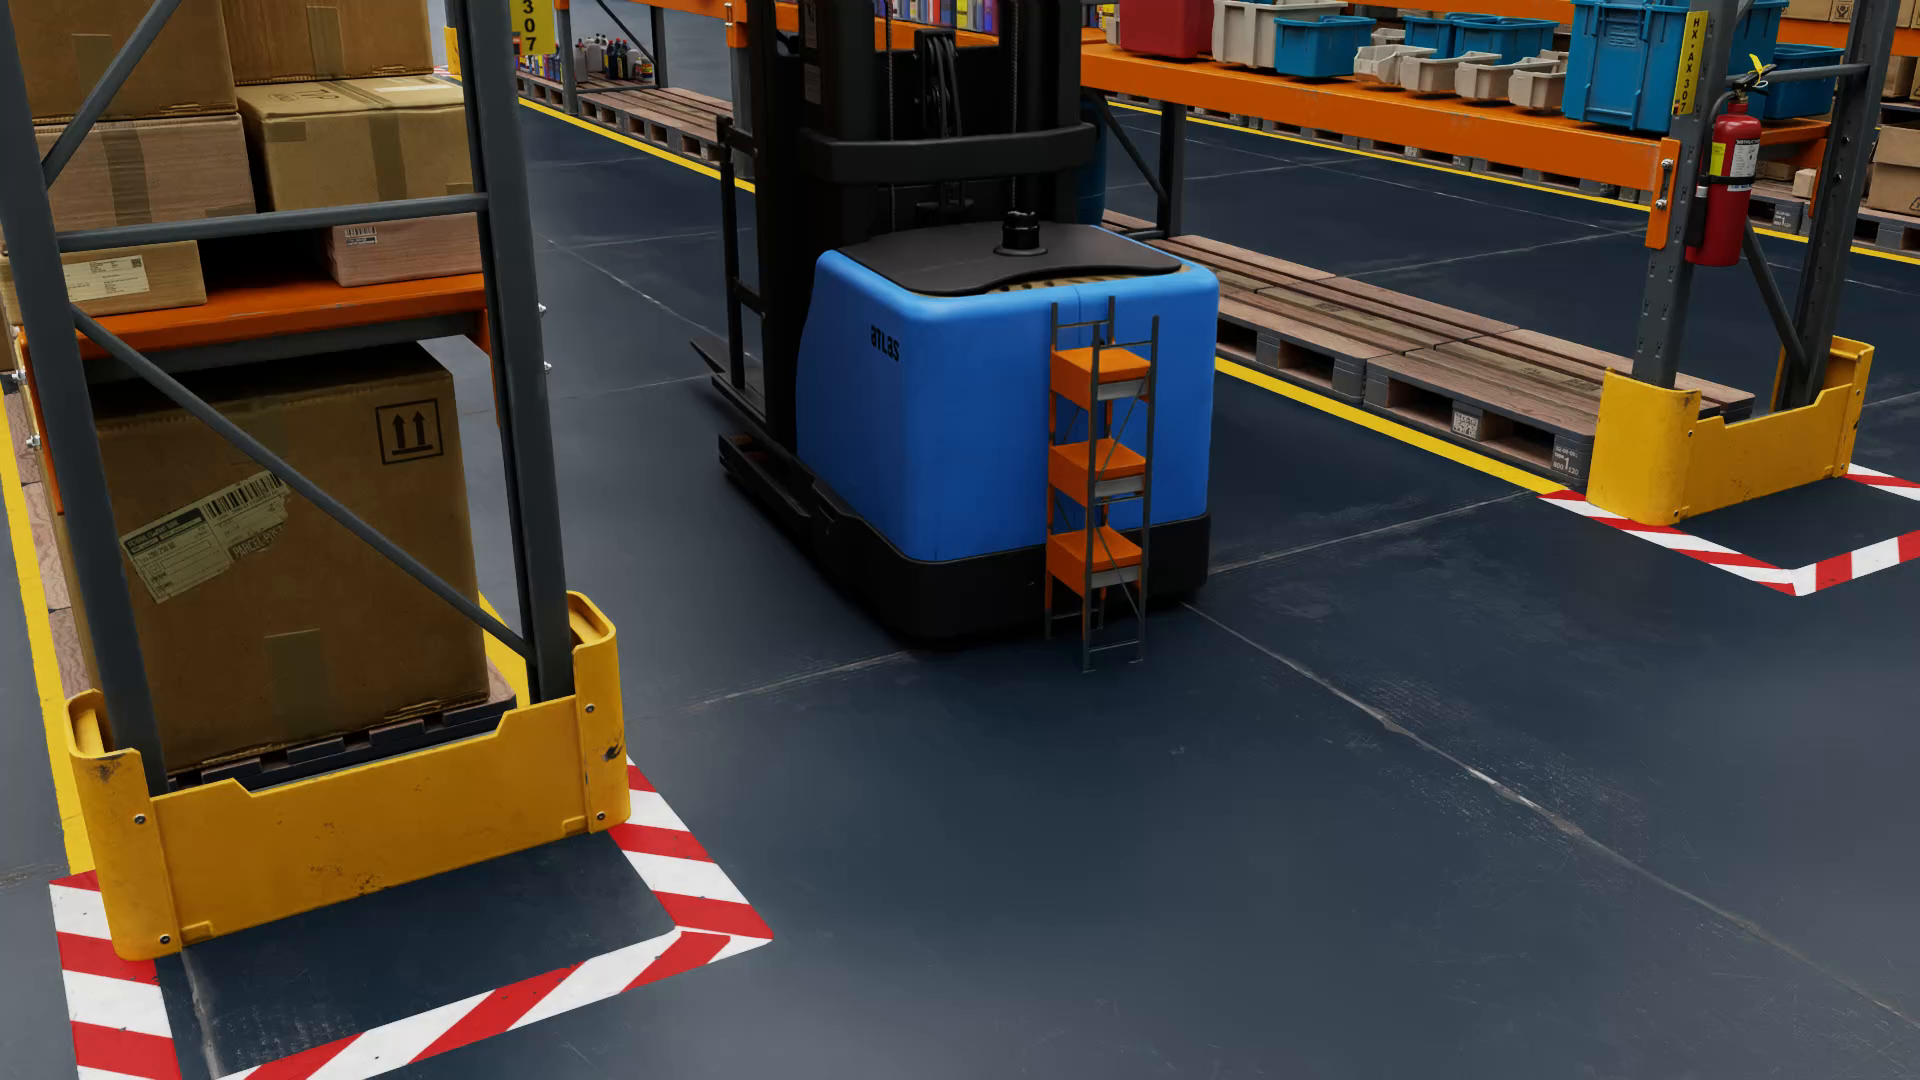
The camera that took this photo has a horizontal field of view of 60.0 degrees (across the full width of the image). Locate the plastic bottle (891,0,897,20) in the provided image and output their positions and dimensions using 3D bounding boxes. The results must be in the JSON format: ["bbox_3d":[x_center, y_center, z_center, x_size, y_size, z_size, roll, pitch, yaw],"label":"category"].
[{"bbox_3d":[-0.374,-3.302,10.215,0.097,0.201,0.097,0,22,0],"label":"plastic bottle"}]

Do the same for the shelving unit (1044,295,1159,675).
[{"bbox_3d":[0.400,-0.153,4.792,0.215,1.050,0.252,-10,24,-22],"label":"shelving unit"}]

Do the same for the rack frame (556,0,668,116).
[{"bbox_3d":[-3.267,-5.486,15.324,1.000,3.000,0.127,-13,25,-28],"label":"rack frame"}]

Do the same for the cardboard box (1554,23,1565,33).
[{"bbox_3d":[6.717,-5.554,18.229,0.700,0.500,0.500,-13,25,-28],"label":"cardboard box"}]

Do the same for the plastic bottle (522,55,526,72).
[{"bbox_3d":[-4.426,-4.930,16.997,0.097,0.271,0.097,0,22,0],"label":"plastic bottle"}]

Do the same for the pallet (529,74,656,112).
[{"bbox_3d":[-3.574,-4.419,16.404,1.003,0.211,1.213,-13,25,-28],"label":"pallet"}]

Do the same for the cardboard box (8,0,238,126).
[{"bbox_3d":[-1.870,-1.171,3.518,0.500,0.500,0.500,-12,25,-28],"label":"cardboard box"}]

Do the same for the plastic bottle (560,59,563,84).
[{"bbox_3d":[-3.796,-4.524,15.980,0.061,0.283,0.133,-11,25,-26],"label":"plastic bottle"}]

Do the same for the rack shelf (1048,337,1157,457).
[{"bbox_3d":[0.400,-0.406,4.690,0.215,0.259,0.240,-10,24,-22],"label":"rack shelf"}]

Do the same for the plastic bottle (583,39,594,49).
[{"bbox_3d":[-3.890,-5.126,17.471,0.152,0.276,0.135,-12,25,-28],"label":"plastic bottle"}]

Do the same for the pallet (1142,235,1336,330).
[{"bbox_3d":[1.228,-1.374,8.911,1.003,0.211,1.213,-13,25,-28],"label":"pallet"}]

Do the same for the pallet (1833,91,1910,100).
[{"bbox_3d":[8.250,-4.141,15.718,1.003,0.211,1.213,-13,25,-28],"label":"pallet"}]

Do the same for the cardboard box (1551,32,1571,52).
[{"bbox_3d":[4.531,-3.768,12.838,0.500,0.250,0.500,-13,25,-28],"label":"cardboard box"}]

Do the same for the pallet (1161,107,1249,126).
[{"bbox_3d":[2.649,-4.125,15.679,1.003,0.211,1.213,-13,25,-28],"label":"pallet"}]

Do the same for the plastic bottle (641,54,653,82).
[{"bbox_3d":[-3.053,-4.613,16.217,0.097,0.271,0.097,0,22,0],"label":"plastic bottle"}]

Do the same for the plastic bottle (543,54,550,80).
[{"bbox_3d":[-4.061,-4.691,16.392,0.061,0.283,0.133,-11,24,-25],"label":"plastic bottle"}]

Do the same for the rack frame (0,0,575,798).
[{"bbox_3d":[-1.395,-0.649,3.424,1.000,3.000,0.127,-13,25,-28],"label":"rack frame"}]

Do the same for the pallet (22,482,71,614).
[{"bbox_3d":[-2.490,0.005,5.519,1.003,0.211,1.213,-13,25,-28],"label":"pallet"}]

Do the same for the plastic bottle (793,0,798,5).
[{"bbox_3d":[-1.044,-3.781,11.296,0.152,0.276,0.135,-13,25,-28],"label":"plastic bottle"}]

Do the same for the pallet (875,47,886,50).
[{"bbox_3d":[-0.623,-6.201,20.787,1.003,0.211,1.213,-13,25,-28],"label":"pallet"}]

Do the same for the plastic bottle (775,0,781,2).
[{"bbox_3d":[-1.245,-3.886,11.560,0.097,0.271,0.097,0,22,0],"label":"plastic bottle"}]

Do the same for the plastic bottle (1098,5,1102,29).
[{"bbox_3d":[0.856,-3.082,9.674,0.097,0.201,0.097,0,22,0],"label":"plastic bottle"}]

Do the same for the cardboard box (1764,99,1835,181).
[{"bbox_3d":[5.615,-2.764,11.362,0.500,0.500,0.500,-13,25,-28],"label":"cardboard box"}]

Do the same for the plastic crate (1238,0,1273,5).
[{"bbox_3d":[1.351,-2.831,8.734,0.392,0.384,0.575,-13,25,-28],"label":"plastic crate"}]

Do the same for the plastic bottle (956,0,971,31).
[{"bbox_3d":[0.069,-3.108,9.540,0.144,0.351,0.185,-13,25,-28],"label":"plastic bottle"}]

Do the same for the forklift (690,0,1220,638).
[{"bbox_3d":[-0.277,-1.589,5.827,1.130,2.935,3.031,-10,24,-22],"label":"forklift"}]

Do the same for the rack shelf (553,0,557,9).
[{"bbox_3d":[-4.289,-5.800,17.053,1.077,0.370,4.000,-13,25,-28],"label":"rack shelf"}]

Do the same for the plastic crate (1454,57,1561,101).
[{"bbox_3d":[2.155,-1.833,6.607,0.396,0.136,0.243,-13,25,-28],"label":"plastic crate"}]

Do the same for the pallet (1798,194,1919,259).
[{"bbox_3d":[6.057,-1.938,10.299,1.003,0.211,1.213,-13,25,-28],"label":"pallet"}]

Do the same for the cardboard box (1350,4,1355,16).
[{"bbox_3d":[4.685,-6.765,21.208,0.500,0.500,0.500,-15,26,-32],"label":"cardboard box"}]

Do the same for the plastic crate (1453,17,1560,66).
[{"bbox_3d":[2.347,-2.121,7.189,0.416,0.233,0.300,-13,25,-28],"label":"plastic crate"}]

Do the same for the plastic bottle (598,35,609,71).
[{"bbox_3d":[-3.636,-5.002,17.068,0.144,0.351,0.185,-13,25,-29],"label":"plastic bottle"}]

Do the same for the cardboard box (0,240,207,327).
[{"bbox_3d":[-1.860,-0.584,3.599,0.380,0.149,0.250,-12,25,-27],"label":"cardboard box"}]

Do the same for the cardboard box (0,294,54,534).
[{"bbox_3d":[-2.710,-0.633,5.650,0.875,0.875,0.875,-13,25,-28],"label":"cardboard box"}]

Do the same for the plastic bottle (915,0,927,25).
[{"bbox_3d":[-0.173,-3.229,9.937,0.152,0.276,0.135,-13,25,-28],"label":"plastic bottle"}]

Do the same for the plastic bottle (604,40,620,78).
[{"bbox_3d":[-3.447,-4.776,16.511,0.144,0.351,0.185,-13,25,-28],"label":"plastic bottle"}]

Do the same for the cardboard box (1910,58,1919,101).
[{"bbox_3d":[8.893,-4.186,14.423,0.750,0.750,0.750,-12,25,-28],"label":"cardboard box"}]

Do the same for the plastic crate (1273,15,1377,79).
[{"bbox_3d":[1.593,-2.167,7.302,0.416,0.233,0.300,-13,25,-28],"label":"plastic crate"}]

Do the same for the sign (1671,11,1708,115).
[{"bbox_3d":[2.398,-1.566,5.463,0.100,0.325,0.005,-13,25,-28],"label":"sign"}]

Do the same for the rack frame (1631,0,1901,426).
[{"bbox_3d":[2.863,-1.601,5.767,1.000,3.000,0.127,-13,25,-28],"label":"rack frame"}]

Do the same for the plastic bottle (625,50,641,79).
[{"bbox_3d":[-3.242,-4.715,16.460,0.152,0.276,0.135,-12,25,-26],"label":"plastic bottle"}]

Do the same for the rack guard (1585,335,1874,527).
[{"bbox_3d":[2.886,-0.438,6.225,1.175,0.500,0.348,-13,25,-28],"label":"rack guard"}]

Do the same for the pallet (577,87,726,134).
[{"bbox_3d":[-2.833,-3.947,15.242,1.003,0.211,1.213,-13,25,-28],"label":"pallet"}]

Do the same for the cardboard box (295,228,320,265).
[{"bbox_3d":[-1.425,-0.793,4.113,0.380,0.149,0.250,-13,25,-29],"label":"cardboard box"}]

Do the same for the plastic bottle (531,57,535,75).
[{"bbox_3d":[-4.270,-4.799,16.767,0.097,0.201,0.097,0,22,0],"label":"plastic bottle"}]

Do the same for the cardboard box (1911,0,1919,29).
[{"bbox_3d":[5.885,-3.185,9.530,0.500,0.500,0.500,-13,25,-29],"label":"cardboard box"}]

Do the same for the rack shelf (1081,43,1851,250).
[{"bbox_3d":[1.841,-1.915,7.496,1.077,0.370,4.000,-13,25,-28],"label":"rack shelf"}]

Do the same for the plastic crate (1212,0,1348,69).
[{"bbox_3d":[1.441,-2.339,7.661,0.437,0.282,0.530,-13,25,-28],"label":"plastic crate"}]

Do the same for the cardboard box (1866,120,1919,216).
[{"bbox_3d":[6.044,-2.288,10.188,0.797,0.503,0.637,-13,25,-28],"label":"cardboard box"}]

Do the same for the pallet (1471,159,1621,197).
[{"bbox_3d":[4.632,-2.812,12.449,1.003,0.211,1.213,-13,25,-28],"label":"pallet"}]

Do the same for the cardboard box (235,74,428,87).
[{"bbox_3d":[-1.680,-1.091,4.317,0.500,0.250,0.500,-13,25,-29],"label":"cardboard box"}]
